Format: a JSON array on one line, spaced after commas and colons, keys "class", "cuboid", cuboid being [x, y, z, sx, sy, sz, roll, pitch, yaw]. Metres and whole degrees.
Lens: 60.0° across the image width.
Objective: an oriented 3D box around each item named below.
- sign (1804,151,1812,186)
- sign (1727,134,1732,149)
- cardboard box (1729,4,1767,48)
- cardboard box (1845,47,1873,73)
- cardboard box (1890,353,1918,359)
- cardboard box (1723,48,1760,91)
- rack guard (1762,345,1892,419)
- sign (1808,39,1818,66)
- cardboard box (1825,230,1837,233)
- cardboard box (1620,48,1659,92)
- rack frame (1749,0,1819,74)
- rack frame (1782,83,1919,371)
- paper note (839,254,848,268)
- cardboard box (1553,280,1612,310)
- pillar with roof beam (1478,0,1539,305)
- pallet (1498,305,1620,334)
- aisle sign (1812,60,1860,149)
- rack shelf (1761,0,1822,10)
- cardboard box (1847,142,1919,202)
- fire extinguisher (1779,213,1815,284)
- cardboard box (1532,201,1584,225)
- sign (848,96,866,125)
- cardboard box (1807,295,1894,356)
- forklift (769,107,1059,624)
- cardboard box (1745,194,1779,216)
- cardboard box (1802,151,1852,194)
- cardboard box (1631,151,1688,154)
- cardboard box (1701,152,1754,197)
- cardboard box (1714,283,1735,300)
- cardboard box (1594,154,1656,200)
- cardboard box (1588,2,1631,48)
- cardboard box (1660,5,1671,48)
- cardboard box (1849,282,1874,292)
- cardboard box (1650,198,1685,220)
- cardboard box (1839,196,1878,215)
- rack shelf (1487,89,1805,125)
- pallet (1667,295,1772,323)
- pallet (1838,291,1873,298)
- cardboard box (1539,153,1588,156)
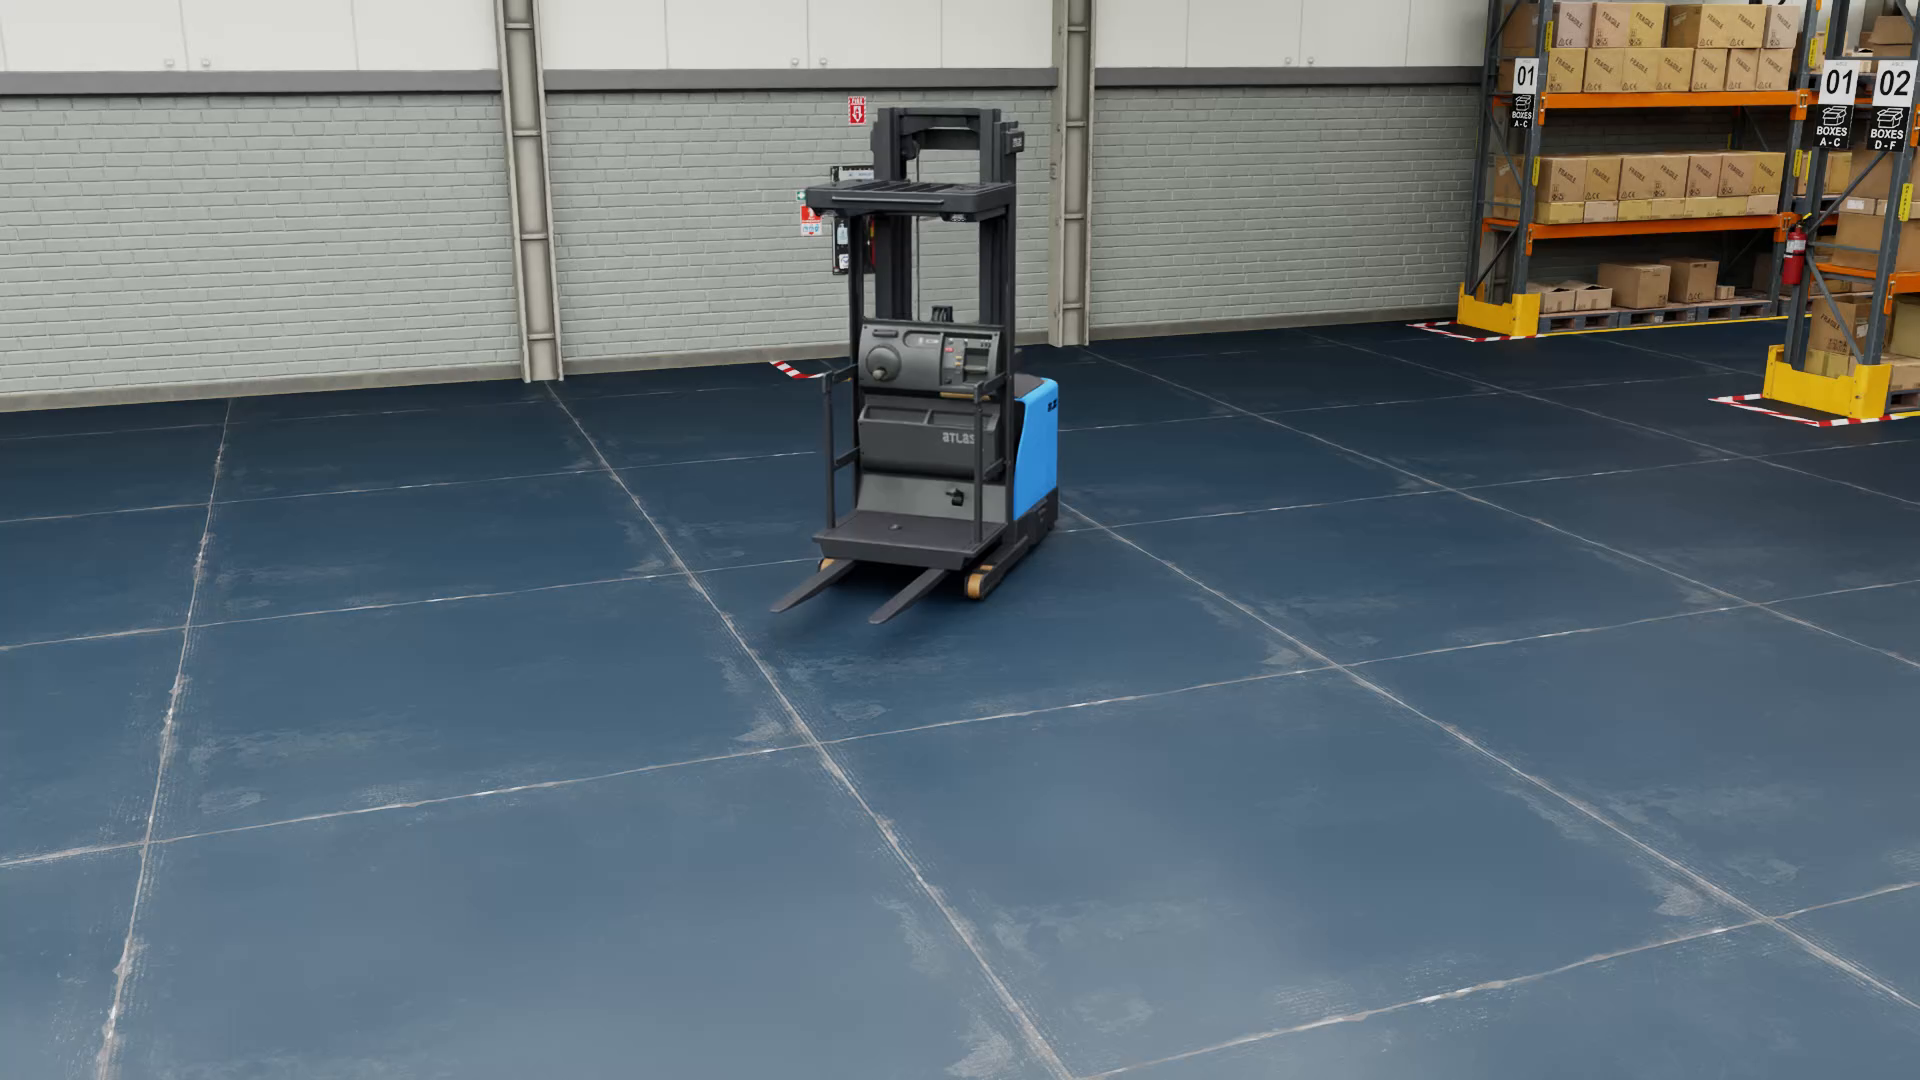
[{"class": "sign", "cuboid": [8.113, -3.539, 15.851, 0.005, 0.325, 0.100, -6, 17, -20]}, {"class": "sign", "cuboid": [10.051, -5.133, 21.700, 0.005, 0.325, 0.100, -6, 17, -20]}, {"class": "cardboard box", "cuboid": [9.371, -6.228, 20.173, 0.500, 0.500, 0.500, -5, 17, -17]}, {"class": "cardboard box", "cuboid": [11.367, -6.126, 21.225, 0.500, 0.311, 0.500, -6, 17, -18]}, {"class": "cardboard box", "cuboid": [9.340, -1.655, 16.045, 0.500, 0.250, 0.500, -6, 17, -20]}, {"class": "cardboard box", "cuboid": [9.393, -5.765, 20.371, 0.500, 0.500, 0.500, -8, 18, -25]}, {"class": "rack guard", "cuboid": [8.271, -1.524, 15.901, 0.348, 0.500, 1.175, -6, 17, -20]}, {"class": "sign", "cuboid": [10.454, -5.977, 20.388, 0.005, 0.325, 0.100, -6, 17, -20]}, {"class": "cardboard box", "cuboid": [11.829, -3.981, 22.156, 0.500, 0.250, 0.500, -7, 18, -22]}, {"class": "cardboard box", "cuboid": [7.917, -5.592, 19.779, 0.500, 0.500, 0.500, -5, 17, -18]}, {"class": "rack frame", "cuboid": [10.253, -7.310, 20.522, 0.127, 3.000, 1.000, -6, 17, -20]}, {"class": "rack frame", "cuboid": [8.294, -2.726, 15.557, 0.127, 3.000, 1.000, -6, 17, -20]}, {"class": "paper note", "cuboid": [-1.252, -3.061, 18.260, 0.142, 0.148, 0.016, -6, 17, -20]}, {"class": "cardboard box", "cuboid": [7.728, -3.053, 20.663, 0.500, 0.311, 0.500, -5, 17, -15]}, {"class": "pillar with roof beam", "cuboid": [8.402, -6.073, 16.307, 0.400, 9.000, 9.100, -6, 17, -20]}, {"class": "pallet", "cuboid": [7.360, -2.771, 20.660, 1.213, 0.211, 1.003, -6, 17, -20]}, {"class": "aisle sign", "cuboid": [8.127, -4.044, 15.431, 0.004, 0.787, 0.394, -6, 17, -20]}, {"class": "rack shelf", "cuboid": [12.120, -6.975, 21.366, 4.000, 0.370, 1.077, -6, 17, -20]}, {"class": "cardboard box", "cuboid": [8.784, -3.445, 15.527, 0.500, 0.500, 0.700, -6, 17, -20]}, {"class": "fire extinguisher", "cuboid": [8.017, -2.799, 15.943, 0.183, 0.674, 0.296, -6, 17, -20]}, {"class": "cardboard box", "cuboid": [7.087, -3.932, 19.895, 0.500, 0.250, 0.500, -7, 18, -22]}, {"class": "sign", "cuboid": [-1.105, -4.621, 17.895, 0.199, 0.298, 0.001, -6, 17, -20]}, {"class": "cardboard box", "cuboid": [8.688, -2.100, 16.230, 0.500, 0.500, 0.500, -6, 17, -20]}, {"class": "forklift", "cuboid": [-0.267, -1.162, 10.355, 1.130, 2.935, 3.031, 6, 17, 19]}, {"class": "cardboard box", "cuboid": [9.919, -4.242, 20.951, 0.500, 0.250, 0.500, -6, 17, -20]}, {"class": "cardboard box", "cuboid": [11.265, -4.788, 21.621, 0.500, 0.500, 0.700, -4, 17, -14]}, {"class": "cardboard box", "cuboid": [8.788, -4.637, 20.965, 0.500, 0.500, 0.500, -6, 17, -19]}, {"class": "cardboard box", "cuboid": [9.458, -4.549, 20.664, 0.500, 0.500, 0.500, -6, 17, -20]}, {"class": "cardboard box", "cuboid": [9.764, -3.222, 21.494, 0.250, 0.166, 0.380, -9, 18, -27]}, {"class": "cardboard box", "cuboid": [8.021, -4.393, 20.134, 0.500, 0.500, 0.500, -7, 18, -22]}, {"class": "cardboard box", "cuboid": [7.451, -6.018, 19.455, 0.500, 0.500, 0.500, -6, 18, -21]}, {"class": "cardboard box", "cuboid": [8.273, -6.268, 20.308, 0.500, 0.500, 0.500, -6, 17, -20]}, {"class": "cardboard box", "cuboid": [11.890, -3.628, 22.286, 0.500, 0.500, 0.700, -6, 17, -19]}, {"class": "cardboard box", "cuboid": [8.517, -4.088, 20.427, 0.500, 0.250, 0.500, -6, 17, -20]}, {"class": "cardboard box", "cuboid": [8.582, -3.174, 15.753, 0.250, 0.149, 0.380, -6, 18, -21]}, {"class": "rack shelf", "cuboid": [8.385, -5.324, 20.359, 4.000, 0.370, 1.077, -6, 17, -20]}, {"class": "pallet", "cuboid": [9.638, -3.017, 21.498, 1.213, 0.211, 1.003, -6, 17, -20]}, {"class": "pallet", "cuboid": [12.120, -3.297, 22.451, 1.213, 0.211, 1.003, -6, 17, -20]}, {"class": "cardboard box", "cuboid": [7.355, -4.478, 20.423, 0.500, 0.500, 0.500, -6, 17, -19]}]
